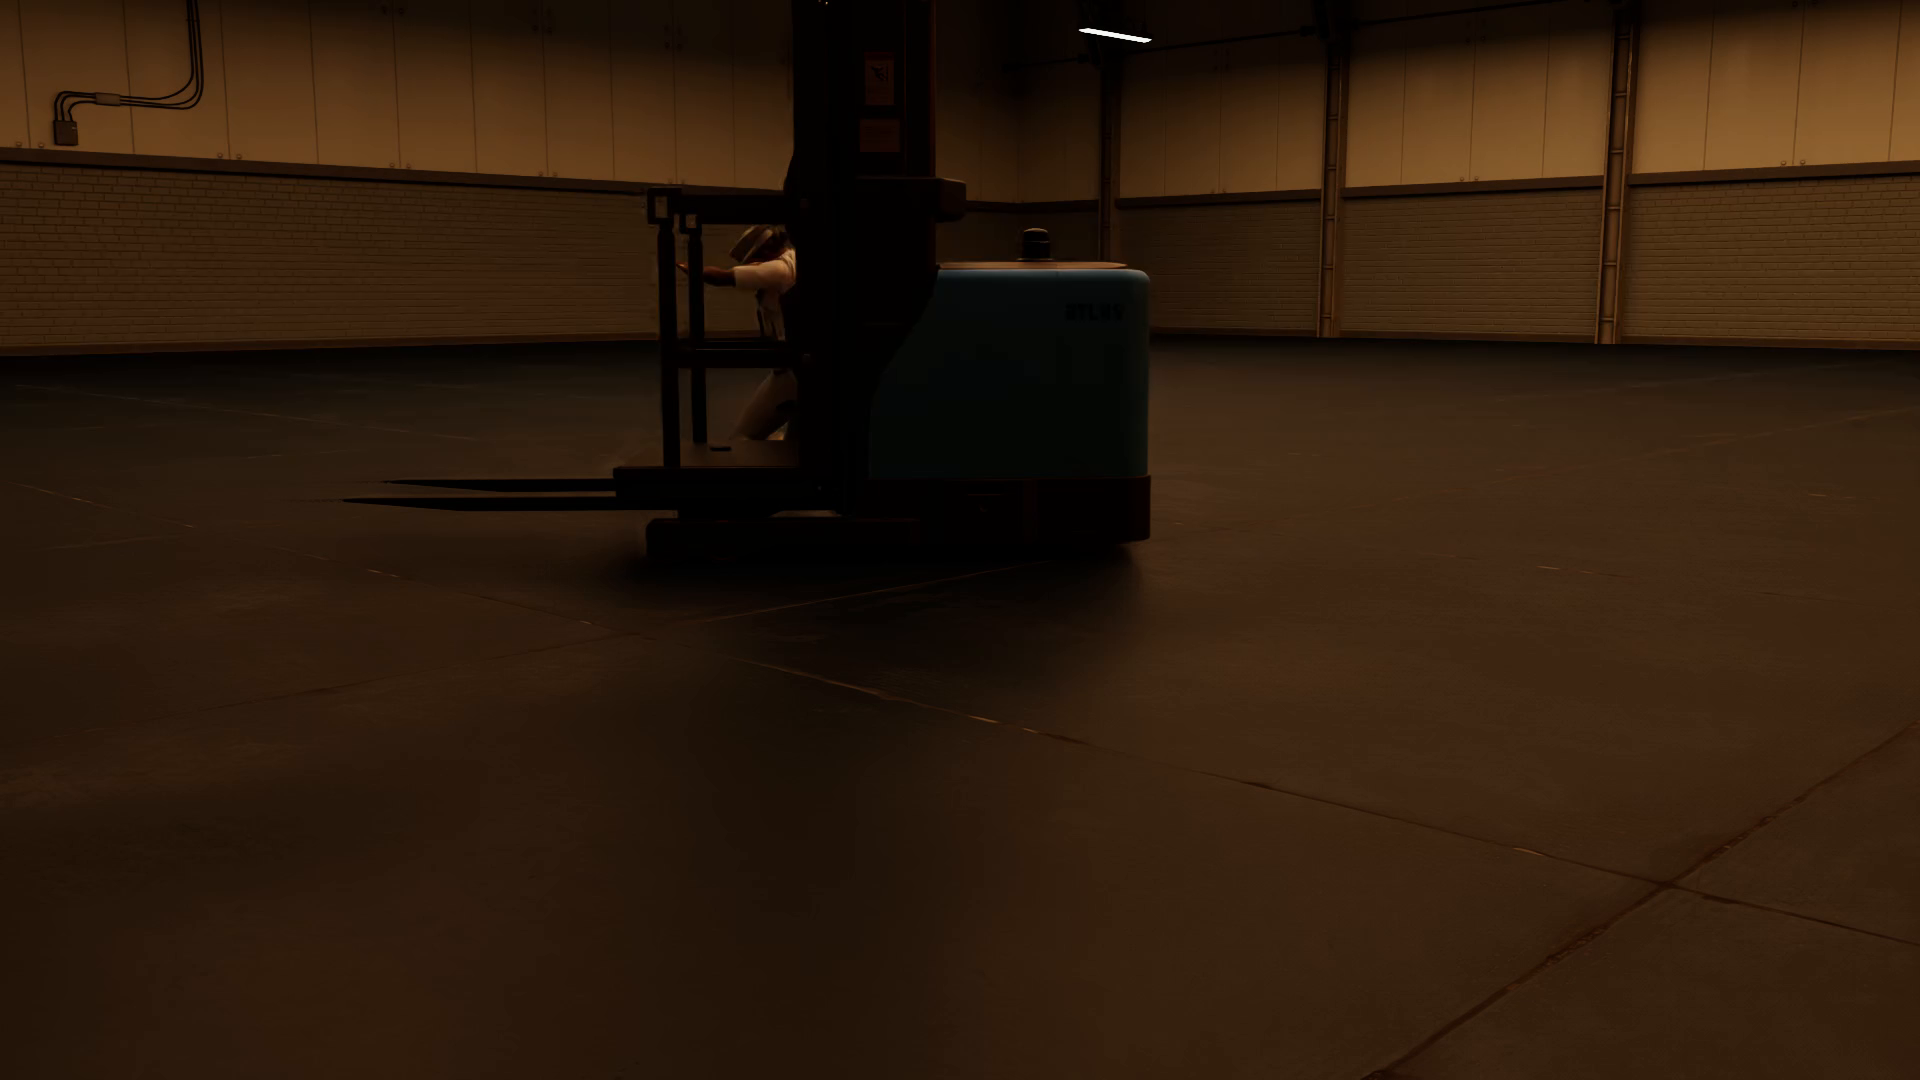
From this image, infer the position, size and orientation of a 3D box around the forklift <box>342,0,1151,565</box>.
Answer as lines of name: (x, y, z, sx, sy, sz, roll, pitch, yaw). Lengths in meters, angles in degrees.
forklift: (-0.817, -1.440, 6.436, 3.031, 2.935, 1.130, 0, 9, -3)

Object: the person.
person: (-0.891, -0.835, 7.756, 1.009, 1.291, 1.120, 7, 11, 37)
